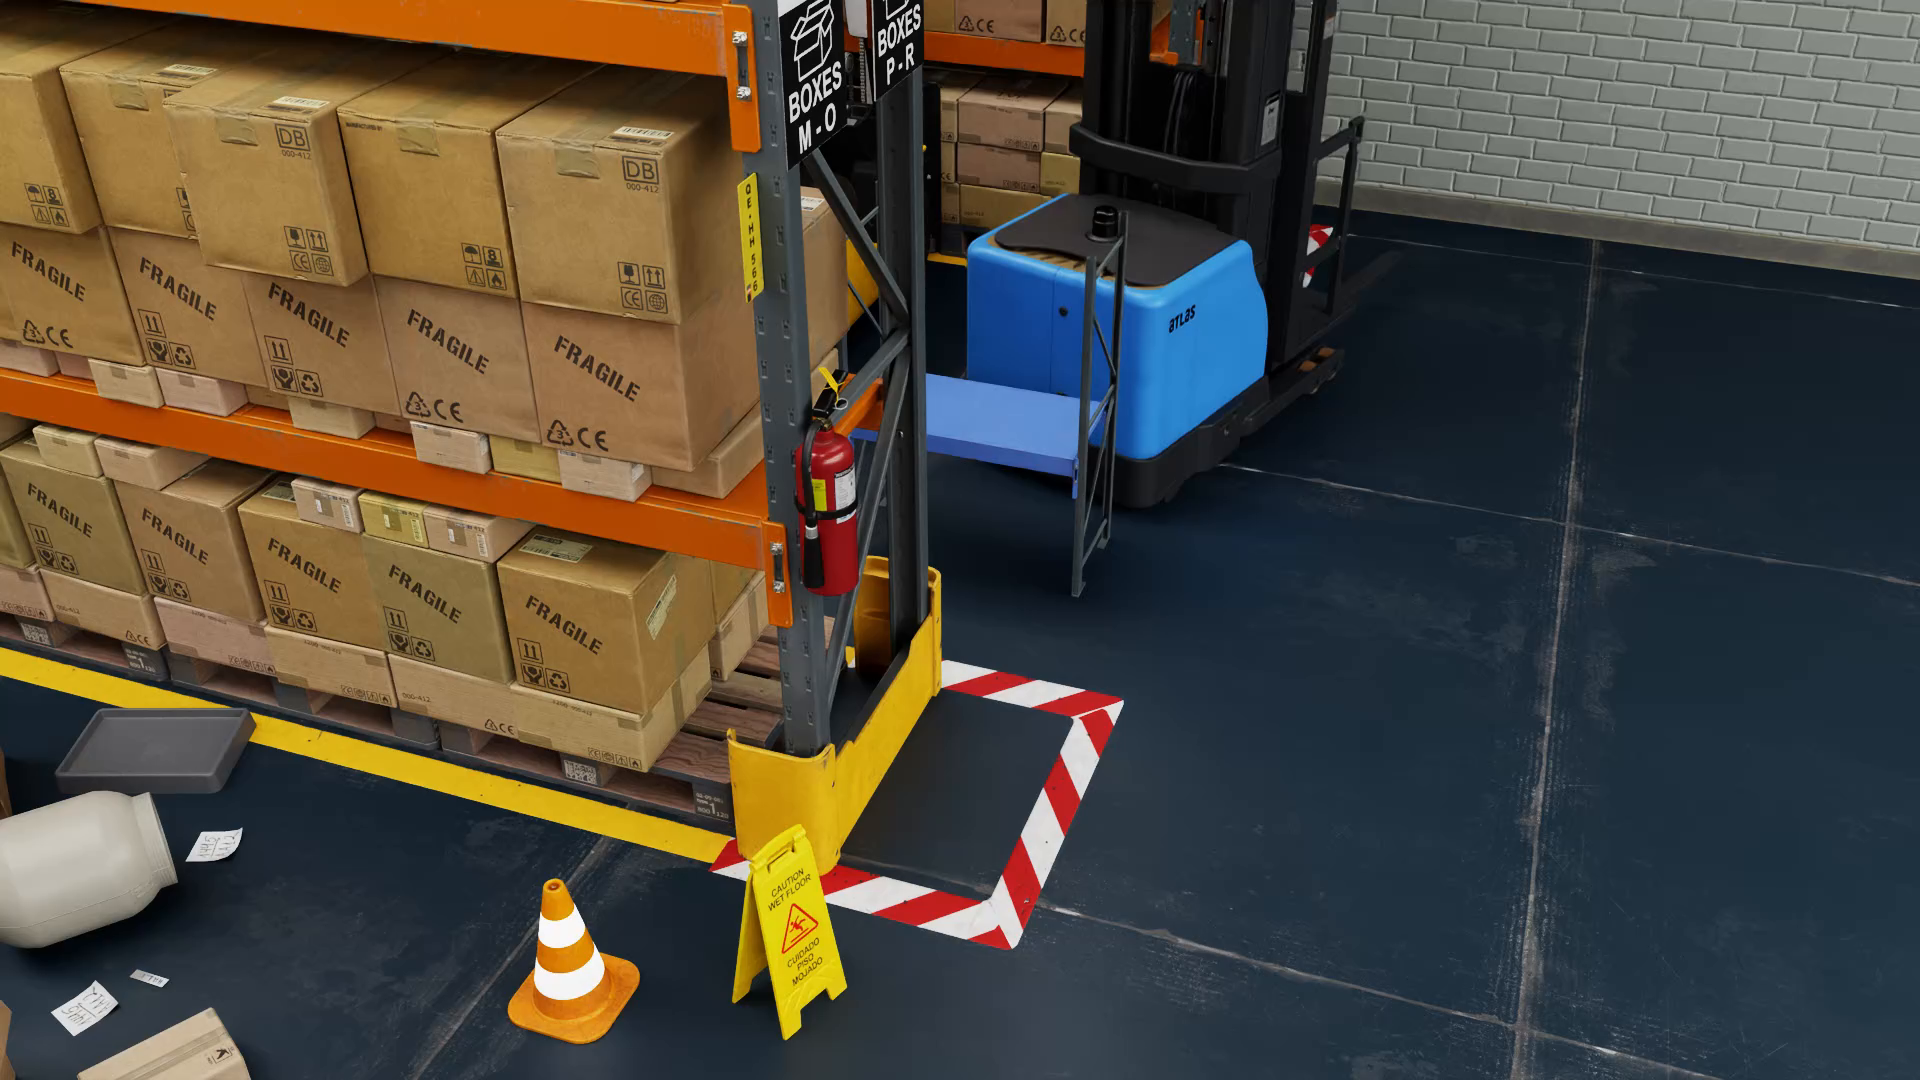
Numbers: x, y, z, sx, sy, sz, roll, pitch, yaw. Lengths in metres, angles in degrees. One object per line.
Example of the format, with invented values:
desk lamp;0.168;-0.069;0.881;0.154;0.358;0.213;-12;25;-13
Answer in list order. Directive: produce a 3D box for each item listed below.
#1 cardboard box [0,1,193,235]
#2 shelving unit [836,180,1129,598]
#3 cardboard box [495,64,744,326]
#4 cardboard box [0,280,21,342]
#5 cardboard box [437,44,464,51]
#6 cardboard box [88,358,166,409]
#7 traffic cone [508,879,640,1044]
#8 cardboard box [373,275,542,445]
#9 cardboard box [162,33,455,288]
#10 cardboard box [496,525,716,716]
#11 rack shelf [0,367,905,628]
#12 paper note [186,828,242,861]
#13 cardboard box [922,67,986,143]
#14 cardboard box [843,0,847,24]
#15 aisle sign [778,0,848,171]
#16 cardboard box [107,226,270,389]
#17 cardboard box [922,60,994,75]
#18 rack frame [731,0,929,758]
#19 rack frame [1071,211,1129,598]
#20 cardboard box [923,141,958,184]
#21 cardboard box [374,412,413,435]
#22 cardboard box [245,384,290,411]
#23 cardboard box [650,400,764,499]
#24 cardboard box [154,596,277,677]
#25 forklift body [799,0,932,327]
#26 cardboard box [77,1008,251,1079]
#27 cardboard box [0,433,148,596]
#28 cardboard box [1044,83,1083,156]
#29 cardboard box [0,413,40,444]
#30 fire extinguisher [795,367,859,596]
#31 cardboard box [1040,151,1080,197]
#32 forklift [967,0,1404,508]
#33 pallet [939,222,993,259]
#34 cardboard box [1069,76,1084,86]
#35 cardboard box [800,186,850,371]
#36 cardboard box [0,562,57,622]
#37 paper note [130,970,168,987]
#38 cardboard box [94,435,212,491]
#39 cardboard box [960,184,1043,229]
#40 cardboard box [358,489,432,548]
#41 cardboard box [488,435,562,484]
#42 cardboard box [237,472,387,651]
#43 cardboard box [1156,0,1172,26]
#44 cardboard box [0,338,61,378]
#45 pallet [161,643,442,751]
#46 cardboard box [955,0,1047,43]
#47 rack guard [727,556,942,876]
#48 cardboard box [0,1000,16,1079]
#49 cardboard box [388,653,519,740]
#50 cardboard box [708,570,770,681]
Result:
cardboard box;-2.827;-1.365;5.310;0.500;0.500;0.700;10;34;15
shelving unit;0.080;-0.614;6.819;1.048;1.500;0.538;11;34;16
cardboard box;-0.894;-1.016;4.771;0.500;0.500;0.700;10;34;15
cardboard box;-3.304;-1.044;5.734;0.500;0.500;0.500;11;34;16
cardboard box;-2.929;-2.983;10.907;0.625;0.625;0.875;13;35;19
cardboard box;-2.716;-0.614;5.666;0.250;0.149;0.380;11;34;17
traffic cone;-1.180;1.198;4.967;0.334;0.463;0.336;11;34;16
cardboard box;-1.413;-0.667;5.151;0.500;0.500;0.500;11;34;17
cardboard box;-1.883;-1.154;4.983;0.500;0.500;0.700;11;34;16
cardboard box;-1.182;0.203;5.627;0.500;0.500;0.500;11;35;17
rack shelf;-2.222;-0.511;5.940;4.000;0.370;1.077;11;34;16
paper note;-2.521;1.030;5.627;0.148;0.019;0.142;0;33;0
cardboard box;-0.168;-2.527;9.624;0.500;0.250;0.500;11;35;17
cardboard box;-0.665;-3.260;9.442;0.500;0.500;0.500;11;35;17
aisle sign;-0.379;-1.380;4.226;0.004;0.787;0.394;11;34;16
cardboard box;-2.354;-0.863;5.454;0.500;0.500;0.500;11;35;17
cardboard box;0.004;-2.795;10.040;0.500;0.250;0.500;11;34;16
rack frame;-0.340;-0.447;5.178;0.127;3.000;1.000;11;34;16
rack frame;0.559;-0.521;6.675;0.032;1.500;0.500;11;34;16
cardboard box;-0.194;-2.324;9.772;0.500;0.250;0.500;10;34;15
cardboard box;-1.720;-0.499;5.489;0.250;0.149;0.380;11;35;17
cardboard box;-2.196;-0.591;5.631;0.250;0.149;0.380;11;34;16
cardboard box;-0.764;-0.301;5.183;0.250;0.149;0.380;12;35;18
cardboard box;-2.634;0.233;6.272;0.500;0.250;0.500;11;34;16
forklift body;-1.069;-2.042;8.429;1.214;2.155;2.313;11;34;16
cardboard box;-2.254;1.542;4.725;0.380;0.149;0.250;-25;40;-33
cardboard box;-3.133;-0.178;6.217;0.500;0.500;0.500;12;35;18
cardboard box;0.793;-2.349;9.349;0.500;0.250;0.500;12;35;18
cardboard box;-3.543;-0.489;6.100;0.250;0.149;0.380;11;35;17
fire extinguisher;-0.387;-0.159;4.802;0.183;0.674;0.296;11;34;16
cardboard box;0.768;-2.143;9.491;0.500;0.250;0.500;11;34;16
forklift;1.310;-2.113;7.821;1.130;2.935;3.031;23;39;31
pallet;0.598;-1.930;10.044;1.213;0.211;1.003;11;34;16
cardboard box;0.943;-2.609;9.751;0.500;0.250;0.500;10;34;16
cardboard box;-0.692;-0.843;5.423;0.500;0.500;0.500;10;34;16
cardboard box;-3.641;0.045;6.562;0.500;0.250;0.500;9;34;14
paper note;-2.507;1.355;5.142;0.123;0.001;0.032;11;34;16
cardboard box;-2.804;-0.348;5.882;0.250;0.149;0.380;13;35;19
cardboard box;0.318;-2.024;9.768;0.500;0.250;0.500;11;34;16
cardboard box;-1.785;-0.150;5.576;0.250;0.149;0.380;12;35;17
cardboard box;-1.274;-0.349;5.256;0.250;0.149;0.380;10;34;16
cardboard box;-2.147;0.013;5.921;0.500;0.500;0.500;10;34;15
cardboard box;0.959;-3.257;9.437;0.500;0.500;0.500;12;35;18
cardboard box;-3.180;-0.737;5.857;0.250;0.149;0.380;12;35;18
pallet;-2.309;0.319;6.561;1.213;0.211;1.003;11;34;16
cardboard box;0.294;-3.080;9.163;0.500;0.500;0.500;12;35;18
rack guard;-0.411;0.589;5.877;0.348;0.500;1.175;11;34;16
cardboard box;-2.847;1.573;4.350;0.637;0.503;0.797;-11;35;-17
cardboard box;-1.676;0.422;5.979;0.500;0.250;0.500;11;34;17
cardboard box;-1.006;0.242;6.257;0.500;0.250;0.500;11;34;16
